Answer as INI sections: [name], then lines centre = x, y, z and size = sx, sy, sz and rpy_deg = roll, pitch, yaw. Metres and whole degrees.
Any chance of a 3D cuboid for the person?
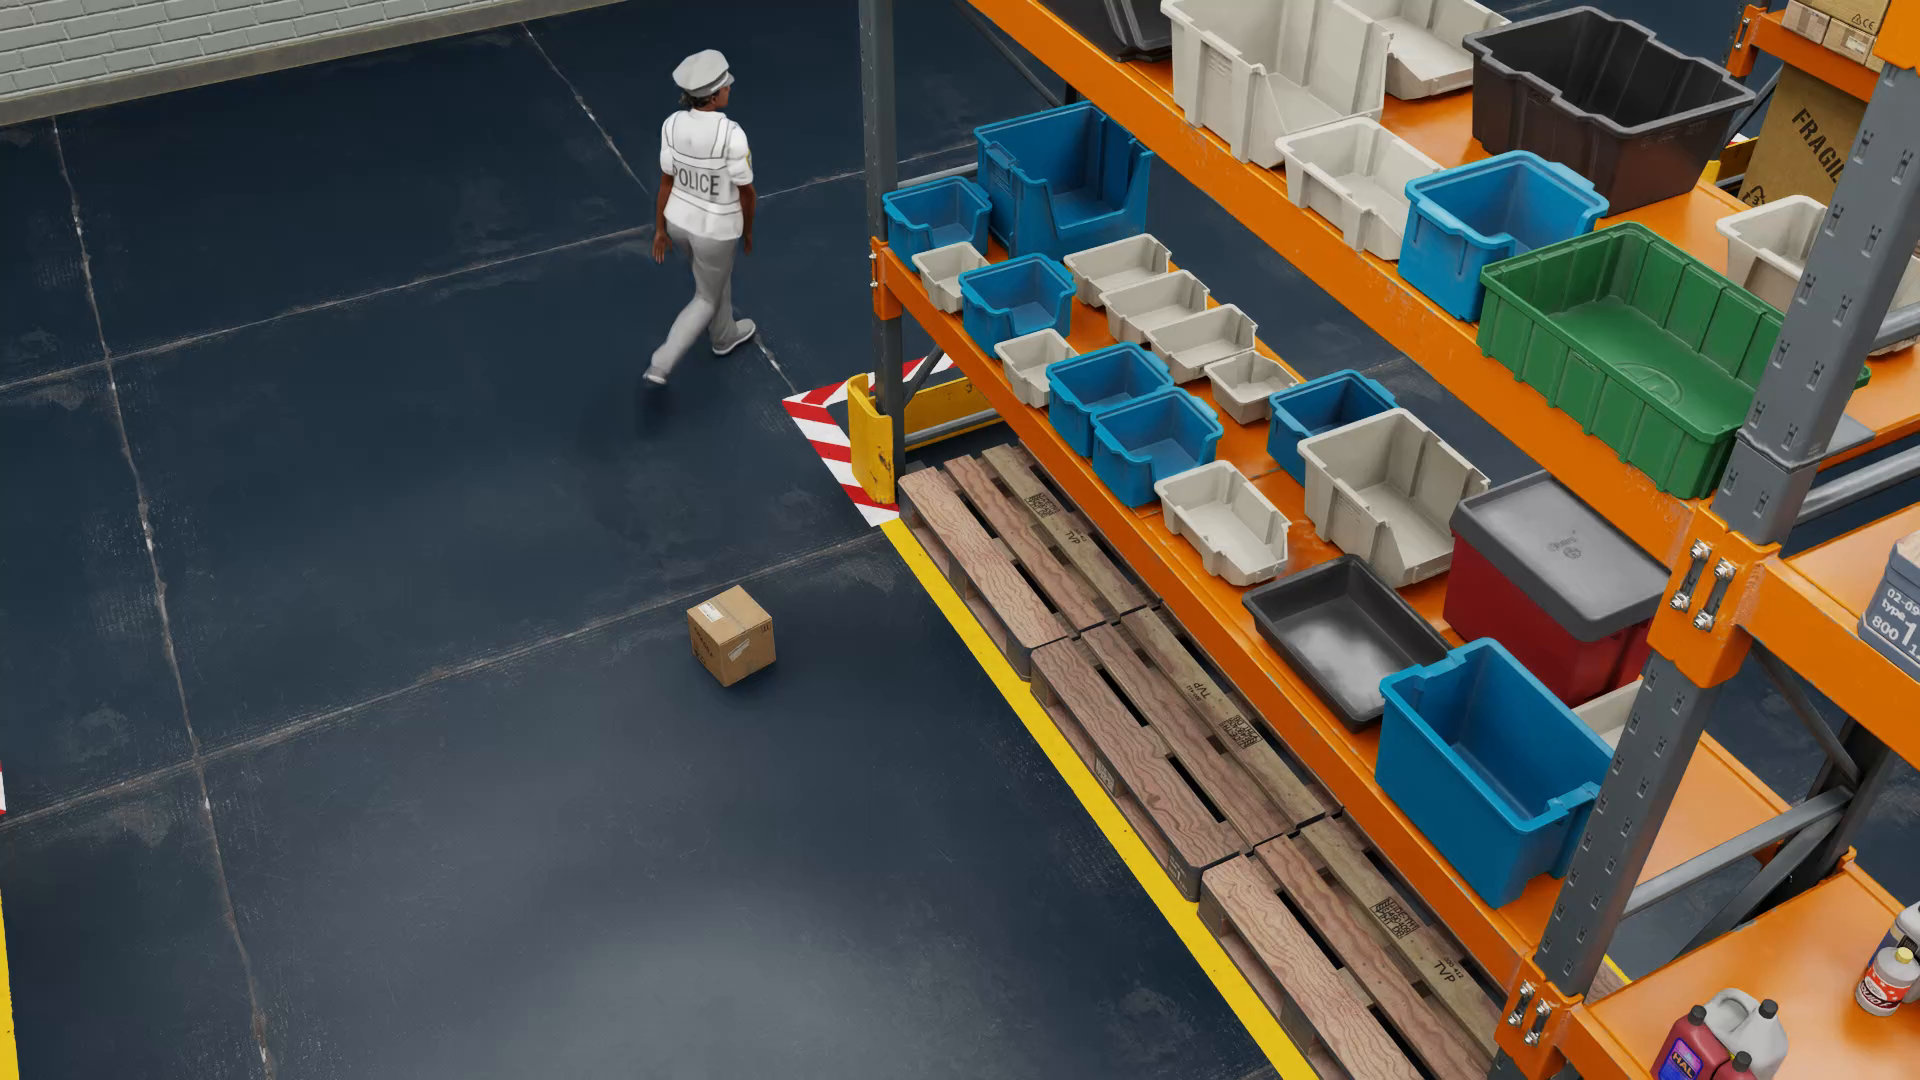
[person]
centre = -1.208, -1.444, 7.789
size = 0.477, 1.634, 0.852
rpy_deg = 20, 45, 21
